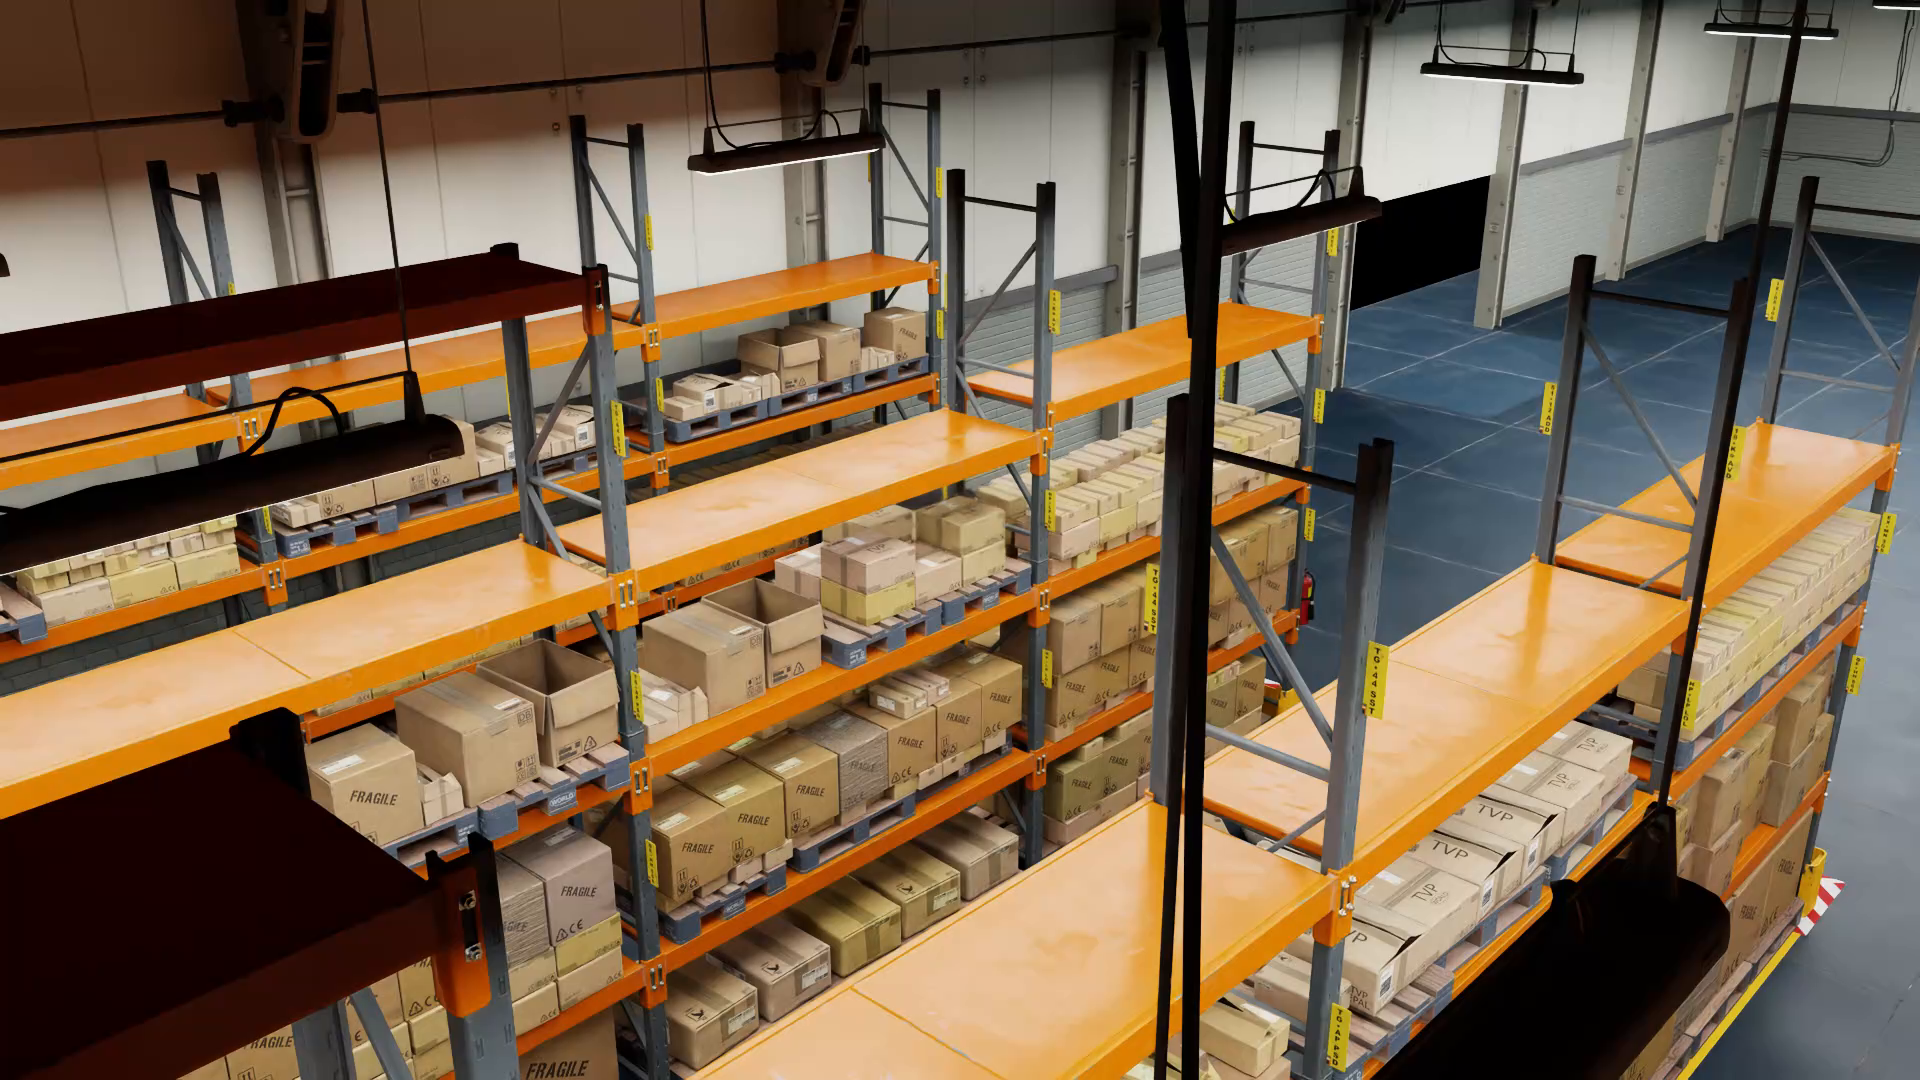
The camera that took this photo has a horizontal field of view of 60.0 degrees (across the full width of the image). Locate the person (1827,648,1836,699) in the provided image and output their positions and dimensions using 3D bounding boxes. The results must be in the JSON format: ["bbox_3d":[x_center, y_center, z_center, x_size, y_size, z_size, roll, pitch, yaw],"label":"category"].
[{"bbox_3d":[8.184,1.452,16.076,0.463,1.566,0.847,9,23,22],"label":"person"}]
